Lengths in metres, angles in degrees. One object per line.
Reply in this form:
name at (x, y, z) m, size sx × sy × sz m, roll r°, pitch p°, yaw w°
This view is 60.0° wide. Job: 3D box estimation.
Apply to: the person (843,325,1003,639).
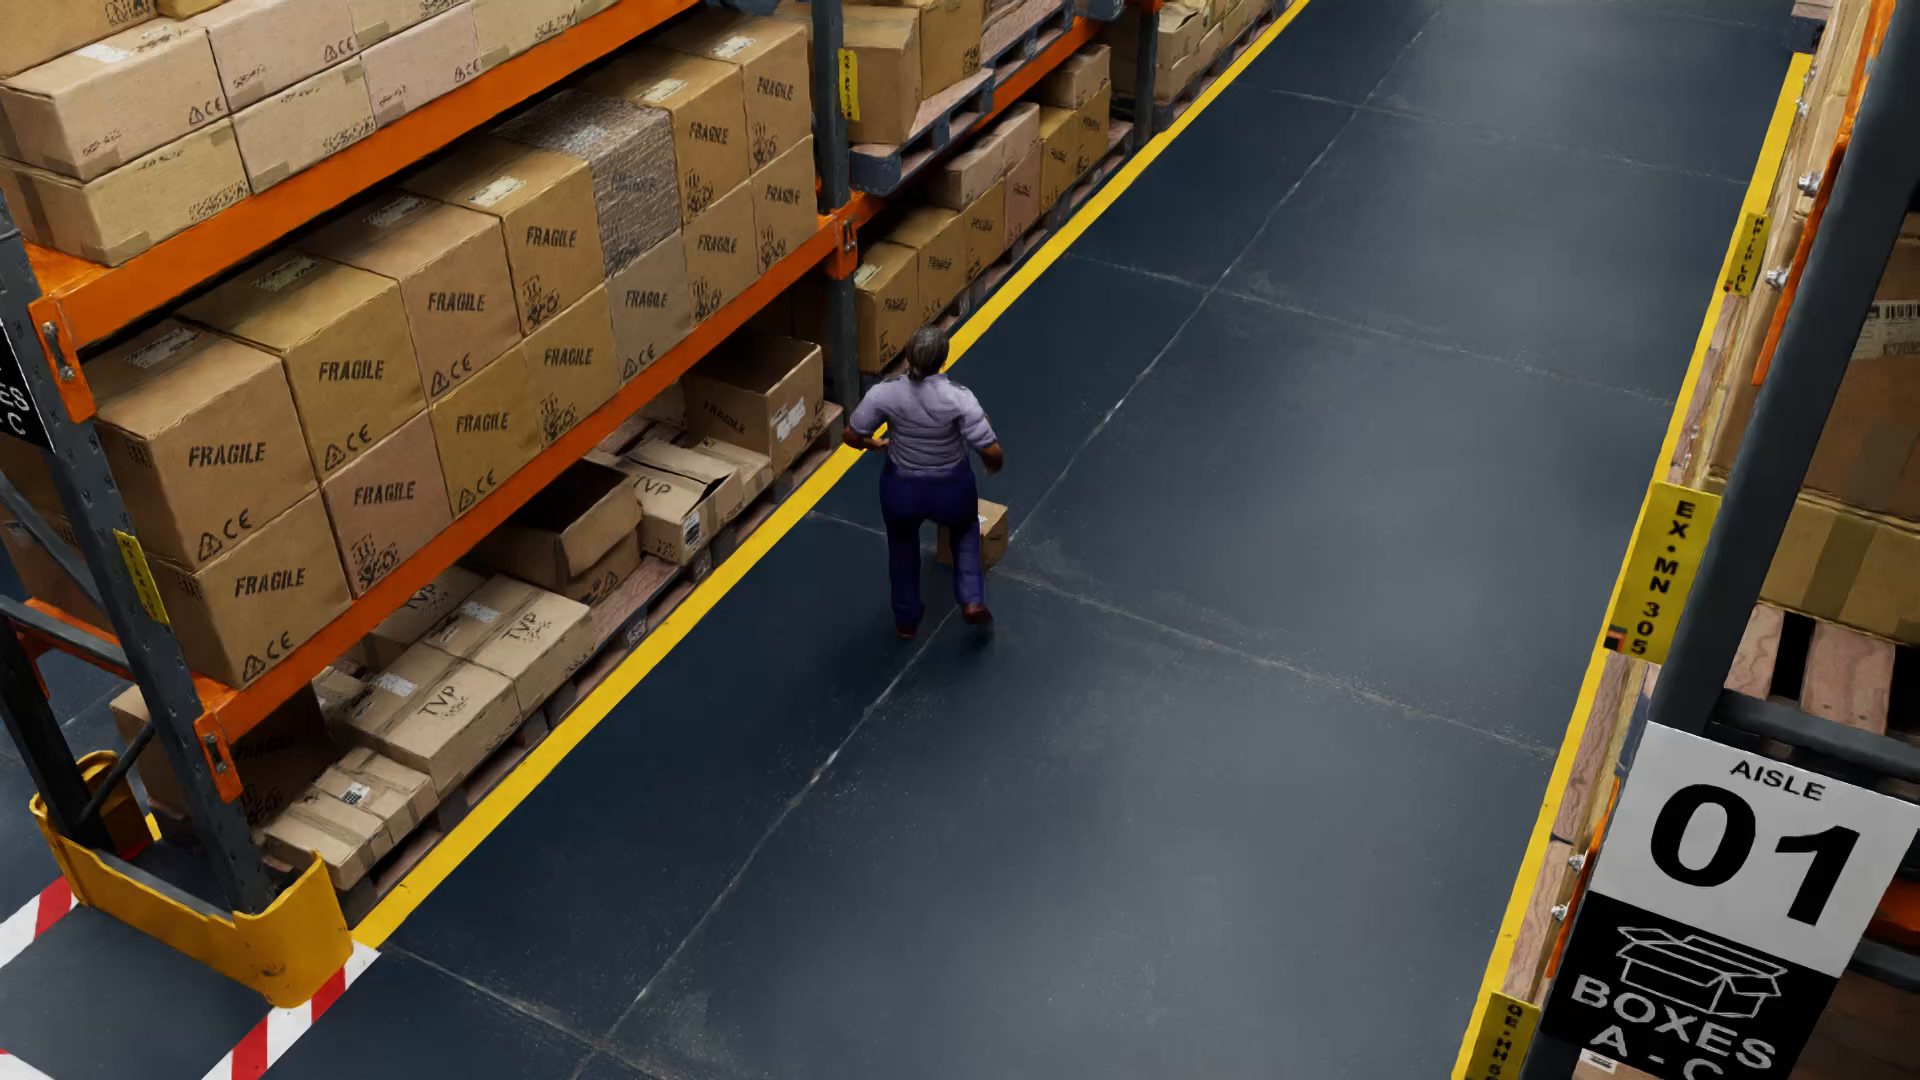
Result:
person at (-0.151, -0.248, 7.109) m, size 0.663 × 1.599 × 0.485 m, roll 1°, pitch 38°, yaw 1°
